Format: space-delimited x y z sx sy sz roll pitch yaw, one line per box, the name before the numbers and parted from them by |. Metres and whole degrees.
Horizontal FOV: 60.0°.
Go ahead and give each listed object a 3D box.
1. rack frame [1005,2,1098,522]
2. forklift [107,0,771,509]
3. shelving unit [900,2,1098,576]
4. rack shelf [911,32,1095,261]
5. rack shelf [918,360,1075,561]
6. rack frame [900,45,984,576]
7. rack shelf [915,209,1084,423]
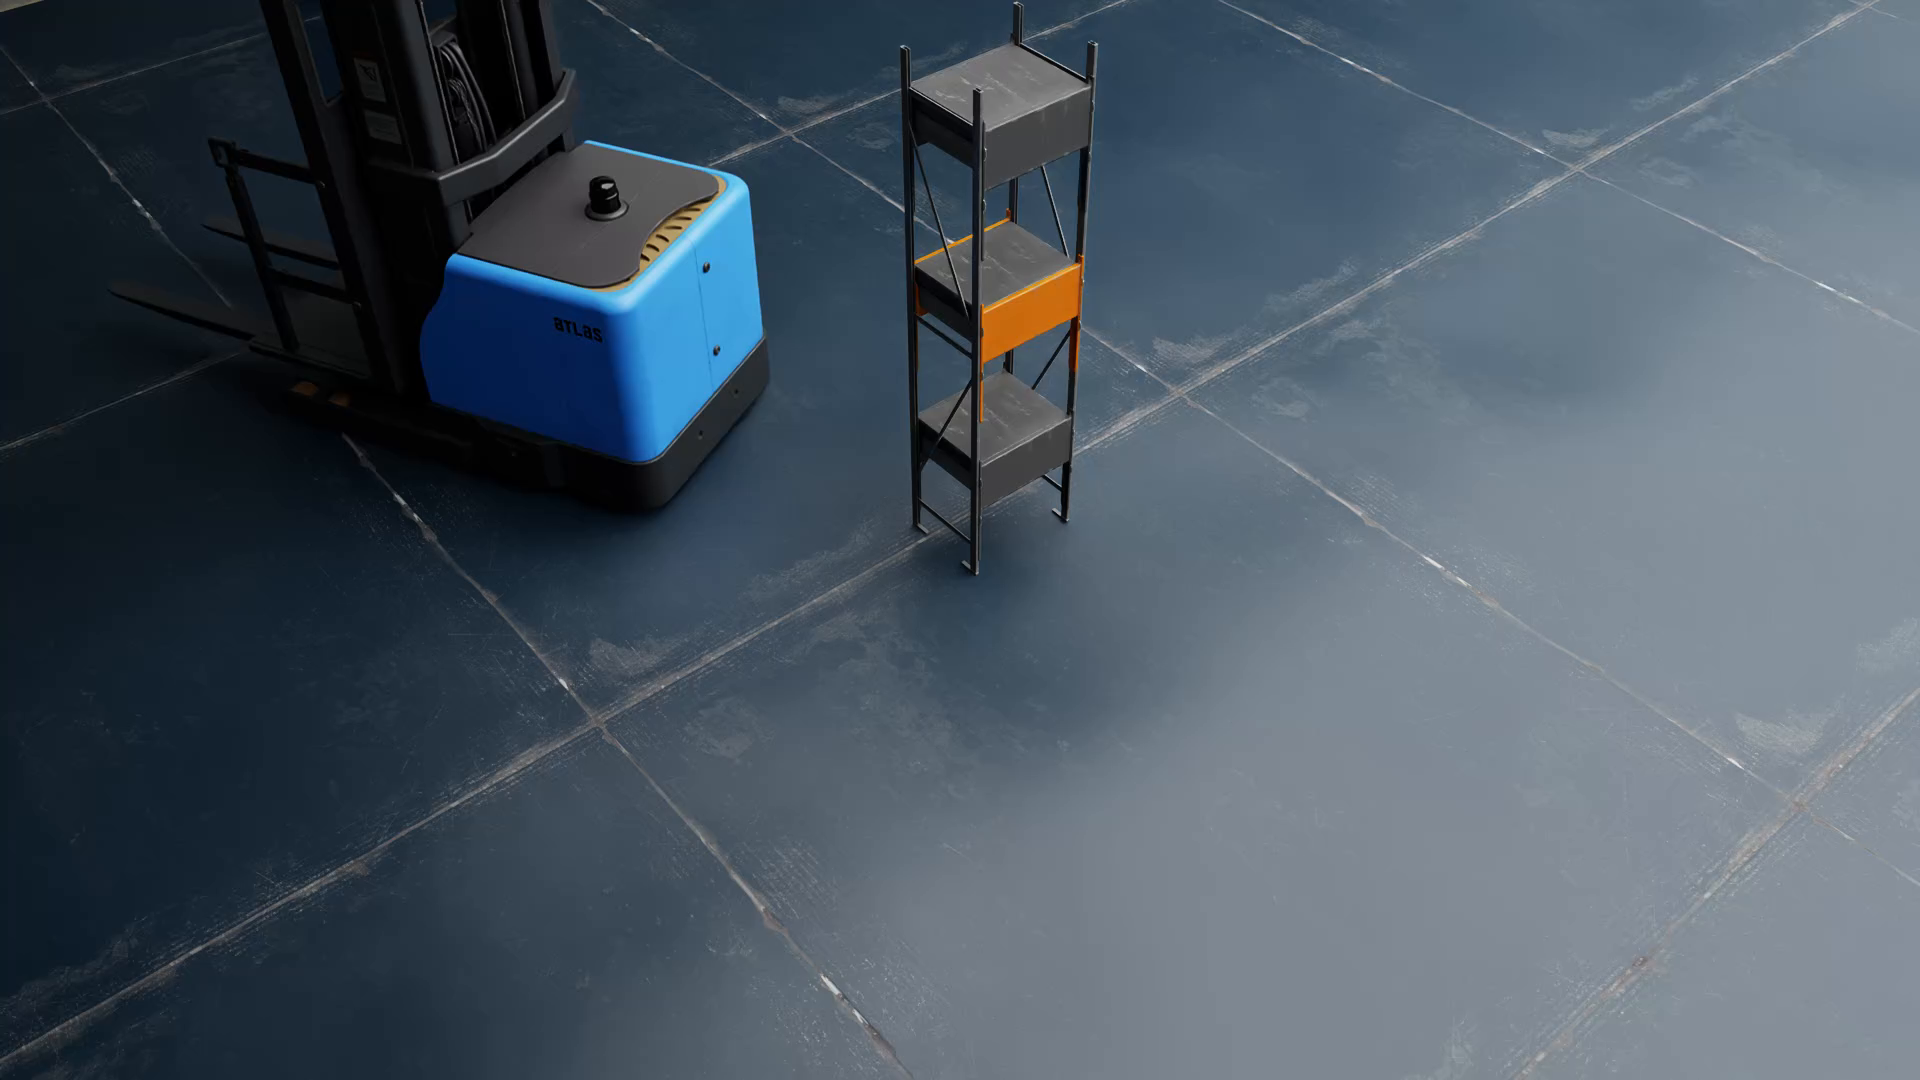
rack frame | 0.314 -0.945 6.223 0.015 2.100 0.400 -30 51 -28
forklift | -2.409 -1.860 6.590 3.031 2.935 1.130 17 46 17
shelving unit | 0.127 -0.838 6.109 0.503 2.100 0.431 -30 51 -28
rack shelf | 0.127 -1.338 5.639 0.480 0.518 0.431 -30 51 -28
rack shelf | 0.127 -0.318 6.597 0.480 0.518 0.431 -30 51 -28
rack frame | -0.060 -0.731 5.994 0.015 2.100 0.400 -30 51 -28
rack shelf | 0.127 -0.828 6.118 0.480 0.518 0.431 -30 51 -28
